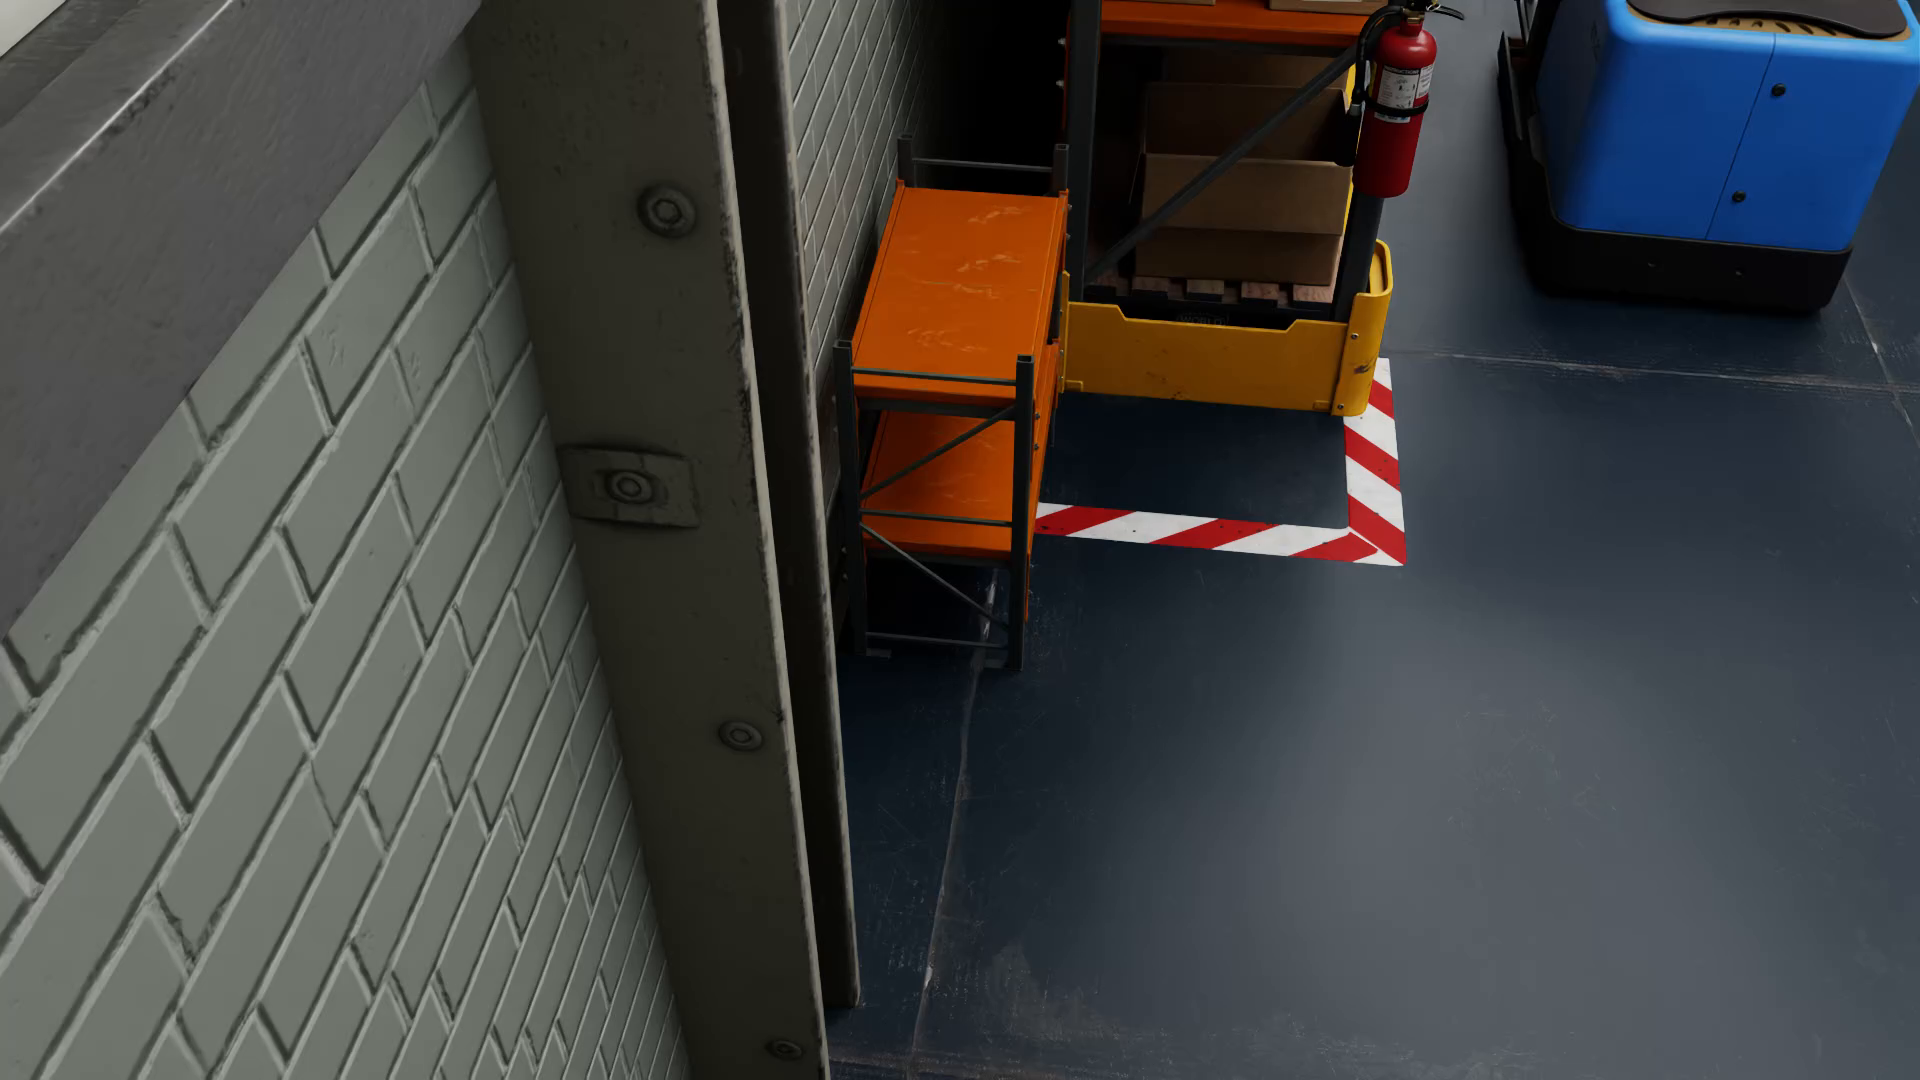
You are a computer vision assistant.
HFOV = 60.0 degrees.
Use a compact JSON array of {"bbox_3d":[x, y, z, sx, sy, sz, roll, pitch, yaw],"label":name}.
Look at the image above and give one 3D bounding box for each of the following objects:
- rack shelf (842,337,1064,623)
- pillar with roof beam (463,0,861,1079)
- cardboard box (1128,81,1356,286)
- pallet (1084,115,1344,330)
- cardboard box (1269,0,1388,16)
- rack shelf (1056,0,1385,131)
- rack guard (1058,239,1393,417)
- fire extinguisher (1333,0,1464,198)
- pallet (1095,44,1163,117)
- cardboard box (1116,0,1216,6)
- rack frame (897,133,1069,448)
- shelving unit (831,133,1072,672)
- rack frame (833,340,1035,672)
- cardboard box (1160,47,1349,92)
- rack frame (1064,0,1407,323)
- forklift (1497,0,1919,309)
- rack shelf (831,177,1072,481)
[{"bbox_3d":[0.001,-0.227,5.027,0.538,0.278,1.000,5,44,5],"label":"rack shelf"},{"bbox_3d":[3.845,-1.656,0.454,9.100,9.000,0.400,5,44,6],"label":"pillar with roof beam"},{"bbox_3d":[1.002,-1.279,5.929,0.797,0.503,0.637,4,44,4],"label":"cardboard box"},{"bbox_3d":[0.942,-1.207,6.371,1.003,0.211,1.213,5,44,6],"label":"pallet"},{"bbox_3d":[1.143,-1.732,5.080,0.380,0.149,0.250,5,44,5],"label":"cardboard box"},{"bbox_3d":[1.092,-2.726,6.471,1.077,0.370,4.000,5,44,6],"label":"rack shelf"},{"bbox_3d":[0.837,-0.768,5.698,1.175,0.500,0.348,5,44,6],"label":"rack guard"},{"bbox_3d":[1.266,-1.319,4.788,0.296,0.674,0.183,5,44,6],"label":"fire extinguisher"},{"bbox_3d":[1.106,-2.036,7.247,1.003,0.211,1.213,5,44,6],"label":"pallet"},{"bbox_3d":[0.605,-1.783,5.135,0.380,0.149,0.250,5,44,5],"label":"cardboard box"},{"bbox_3d":[0.067,-0.751,5.225,0.500,1.125,0.032,5,44,5],"label":"rack frame"},{"bbox_3d":[0.000,-0.404,4.859,0.538,1.125,1.048,5,44,5],"label":"shelving unit"},{"bbox_3d":[-0.066,-0.058,4.493,0.500,1.125,0.032,5,44,5],"label":"rack frame"},{"bbox_3d":[1.154,-1.856,6.542,0.700,0.500,0.500,7,44,7],"label":"cardboard box"},{"bbox_3d":[0.827,-1.624,4.784,1.000,3.000,0.127,5,44,6],"label":"rack frame"},{"bbox_3d":[2.915,-2.923,6.205,1.130,2.935,3.031,7,44,7],"label":"forklift"},{"bbox_3d":[0.000,-0.617,4.657,0.538,0.278,1.000,5,44,5],"label":"rack shelf"}]
